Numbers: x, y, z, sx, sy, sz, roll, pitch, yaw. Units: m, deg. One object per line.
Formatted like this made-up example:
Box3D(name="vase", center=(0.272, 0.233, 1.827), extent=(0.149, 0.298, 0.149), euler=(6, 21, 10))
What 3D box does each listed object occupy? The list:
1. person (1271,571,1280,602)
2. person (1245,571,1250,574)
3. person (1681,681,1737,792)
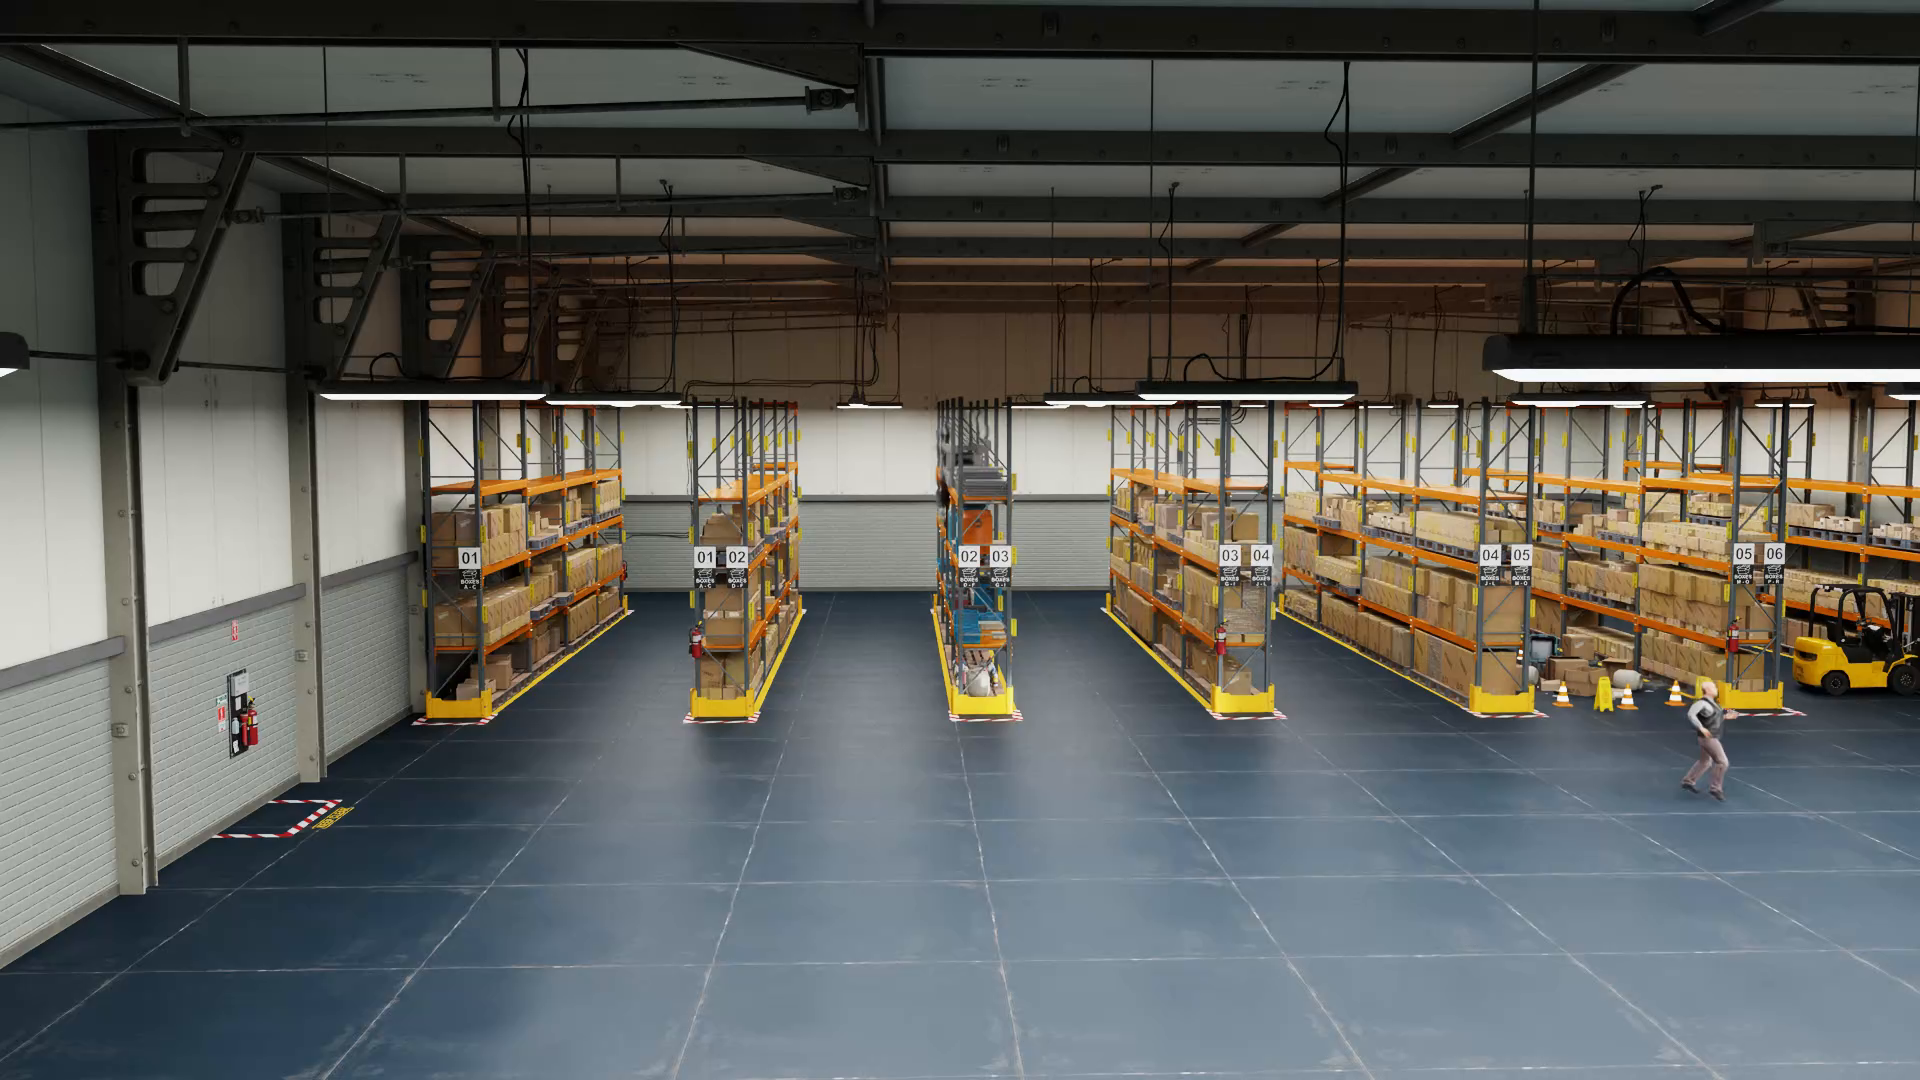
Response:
Box3D(name="person", center=(8.220, 1.379, 44.329), extent=(0.625, 1.693, 0.573), euler=(0, 4, -1))
Box3D(name="person", center=(8.156, 1.249, 48.201), extent=(0.587, 1.418, 0.487), euler=(3, 5, 33))
Box3D(name="person", center=(11.057, 2.889, 24.540), extent=(0.731, 1.618, 0.639), euler=(3, 5, 30))
